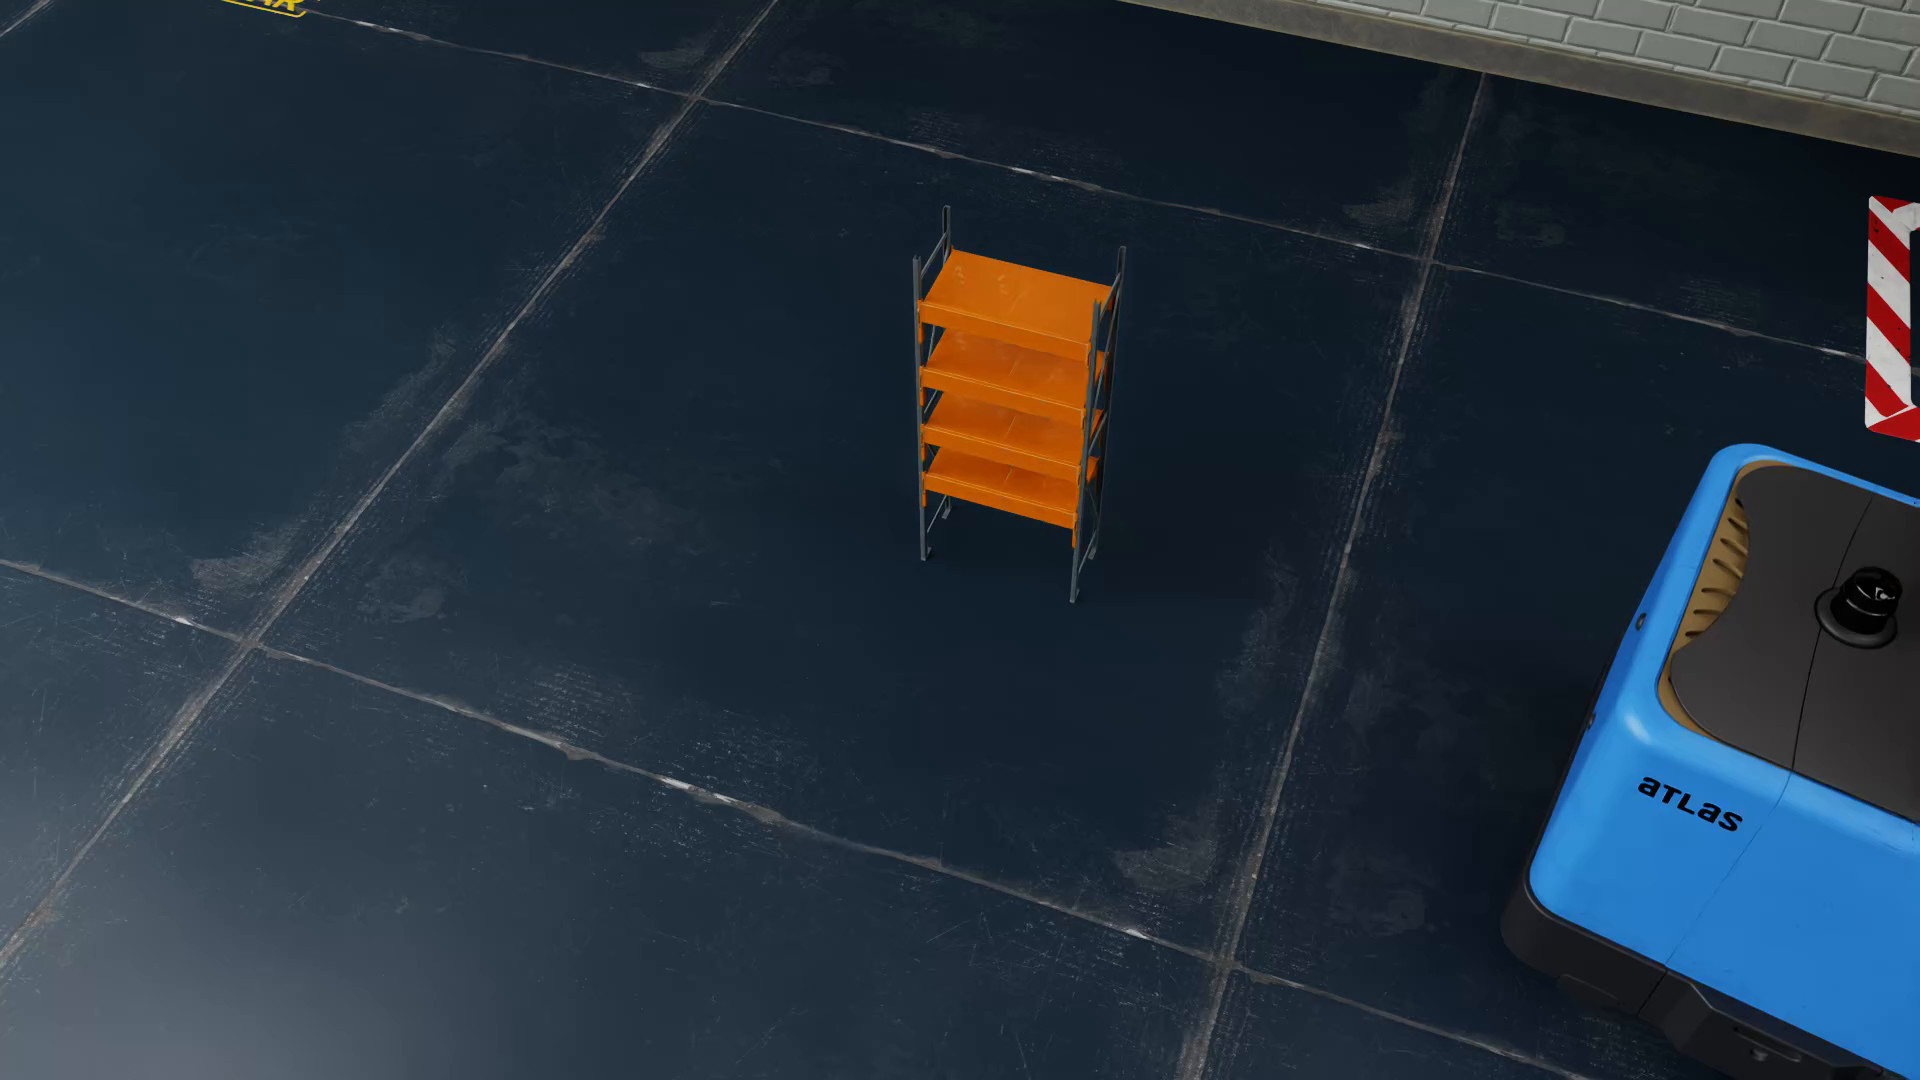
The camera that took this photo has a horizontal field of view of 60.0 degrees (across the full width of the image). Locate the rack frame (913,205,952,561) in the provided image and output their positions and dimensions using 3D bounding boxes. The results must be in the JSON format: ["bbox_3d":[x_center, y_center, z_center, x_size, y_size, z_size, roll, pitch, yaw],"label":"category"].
[{"bbox_3d":[-0.074,-0.414,4.814,0.015,1.200,0.240,16,51,13],"label":"rack frame"}]

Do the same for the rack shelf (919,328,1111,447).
[{"bbox_3d":[0.155,-0.452,4.641,0.480,0.148,0.258,16,51,13],"label":"rack shelf"}]

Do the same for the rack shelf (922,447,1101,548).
[{"bbox_3d":[0.155,-0.176,4.960,0.480,0.148,0.258,16,51,13],"label":"rack shelf"}]

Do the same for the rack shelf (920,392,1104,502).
[{"bbox_3d":[0.155,-0.306,4.810,0.480,0.148,0.258,16,51,13],"label":"rack shelf"}]

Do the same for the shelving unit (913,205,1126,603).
[{"bbox_3d":[0.155,-0.350,4.759,0.503,1.200,0.258,16,51,13],"label":"shelving unit"}]

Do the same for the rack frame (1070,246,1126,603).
[{"bbox_3d":[0.384,-0.286,4.704,0.015,1.200,0.240,16,51,13],"label":"rack frame"}]

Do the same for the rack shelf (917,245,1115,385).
[{"bbox_3d":[0.155,-0.607,4.462,0.480,0.148,0.258,16,51,13],"label":"rack shelf"}]

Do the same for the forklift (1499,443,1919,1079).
[{"bbox_3d":[2.924,0.360,2.999,3.031,2.935,1.130,24,53,19],"label":"forklift"}]
